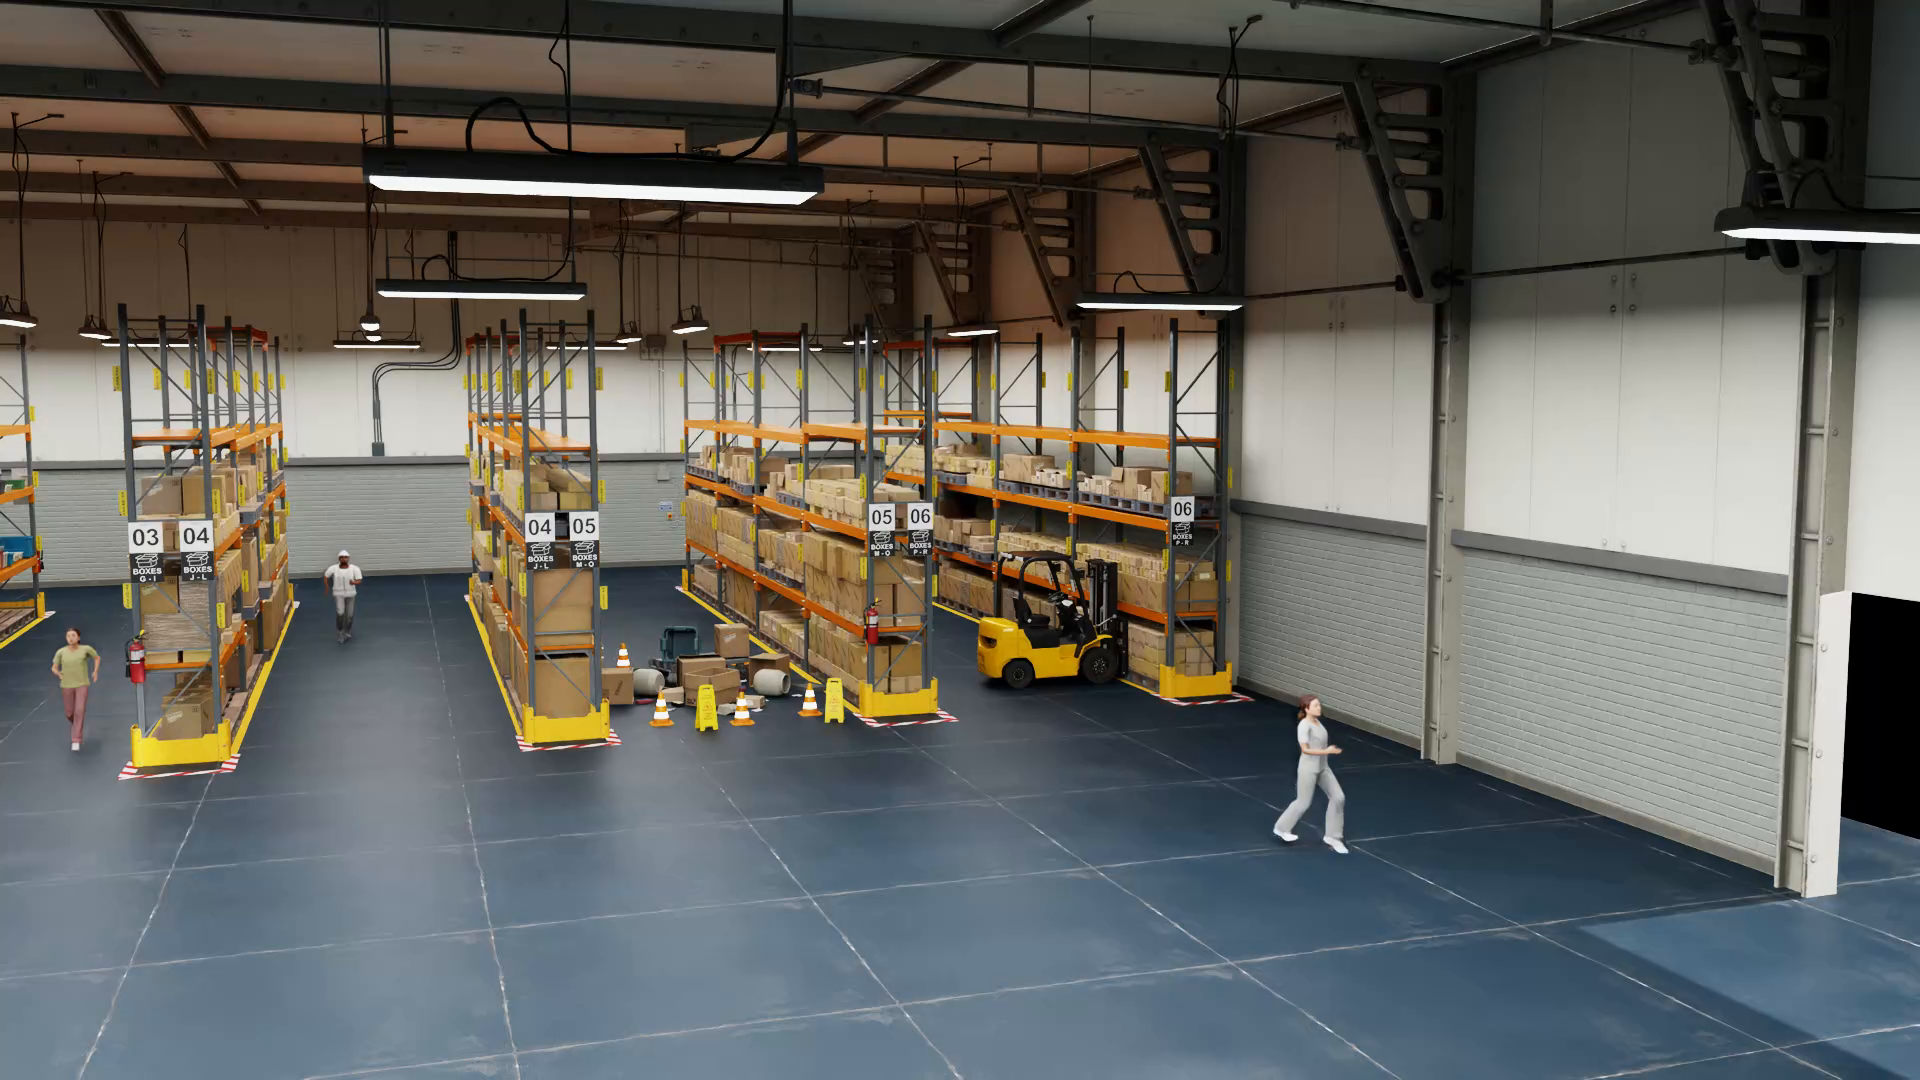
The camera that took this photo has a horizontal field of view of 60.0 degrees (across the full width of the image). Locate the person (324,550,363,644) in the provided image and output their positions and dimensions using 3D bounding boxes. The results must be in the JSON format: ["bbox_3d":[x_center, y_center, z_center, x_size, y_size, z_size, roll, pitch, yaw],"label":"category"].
[{"bbox_3d":[-11.842,1.096,31.988,0.671,1.801,0.728,-3,6,-27],"label":"person"}]

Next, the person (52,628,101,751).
[{"bbox_3d":[-12.138,2.014,22.839,0.592,1.633,0.970,-2,6,-21],"label":"person"}]

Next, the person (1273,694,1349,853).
[{"bbox_3d":[3.787,2.496,17.866,0.825,1.698,0.570,5,7,40],"label":"person"}]
